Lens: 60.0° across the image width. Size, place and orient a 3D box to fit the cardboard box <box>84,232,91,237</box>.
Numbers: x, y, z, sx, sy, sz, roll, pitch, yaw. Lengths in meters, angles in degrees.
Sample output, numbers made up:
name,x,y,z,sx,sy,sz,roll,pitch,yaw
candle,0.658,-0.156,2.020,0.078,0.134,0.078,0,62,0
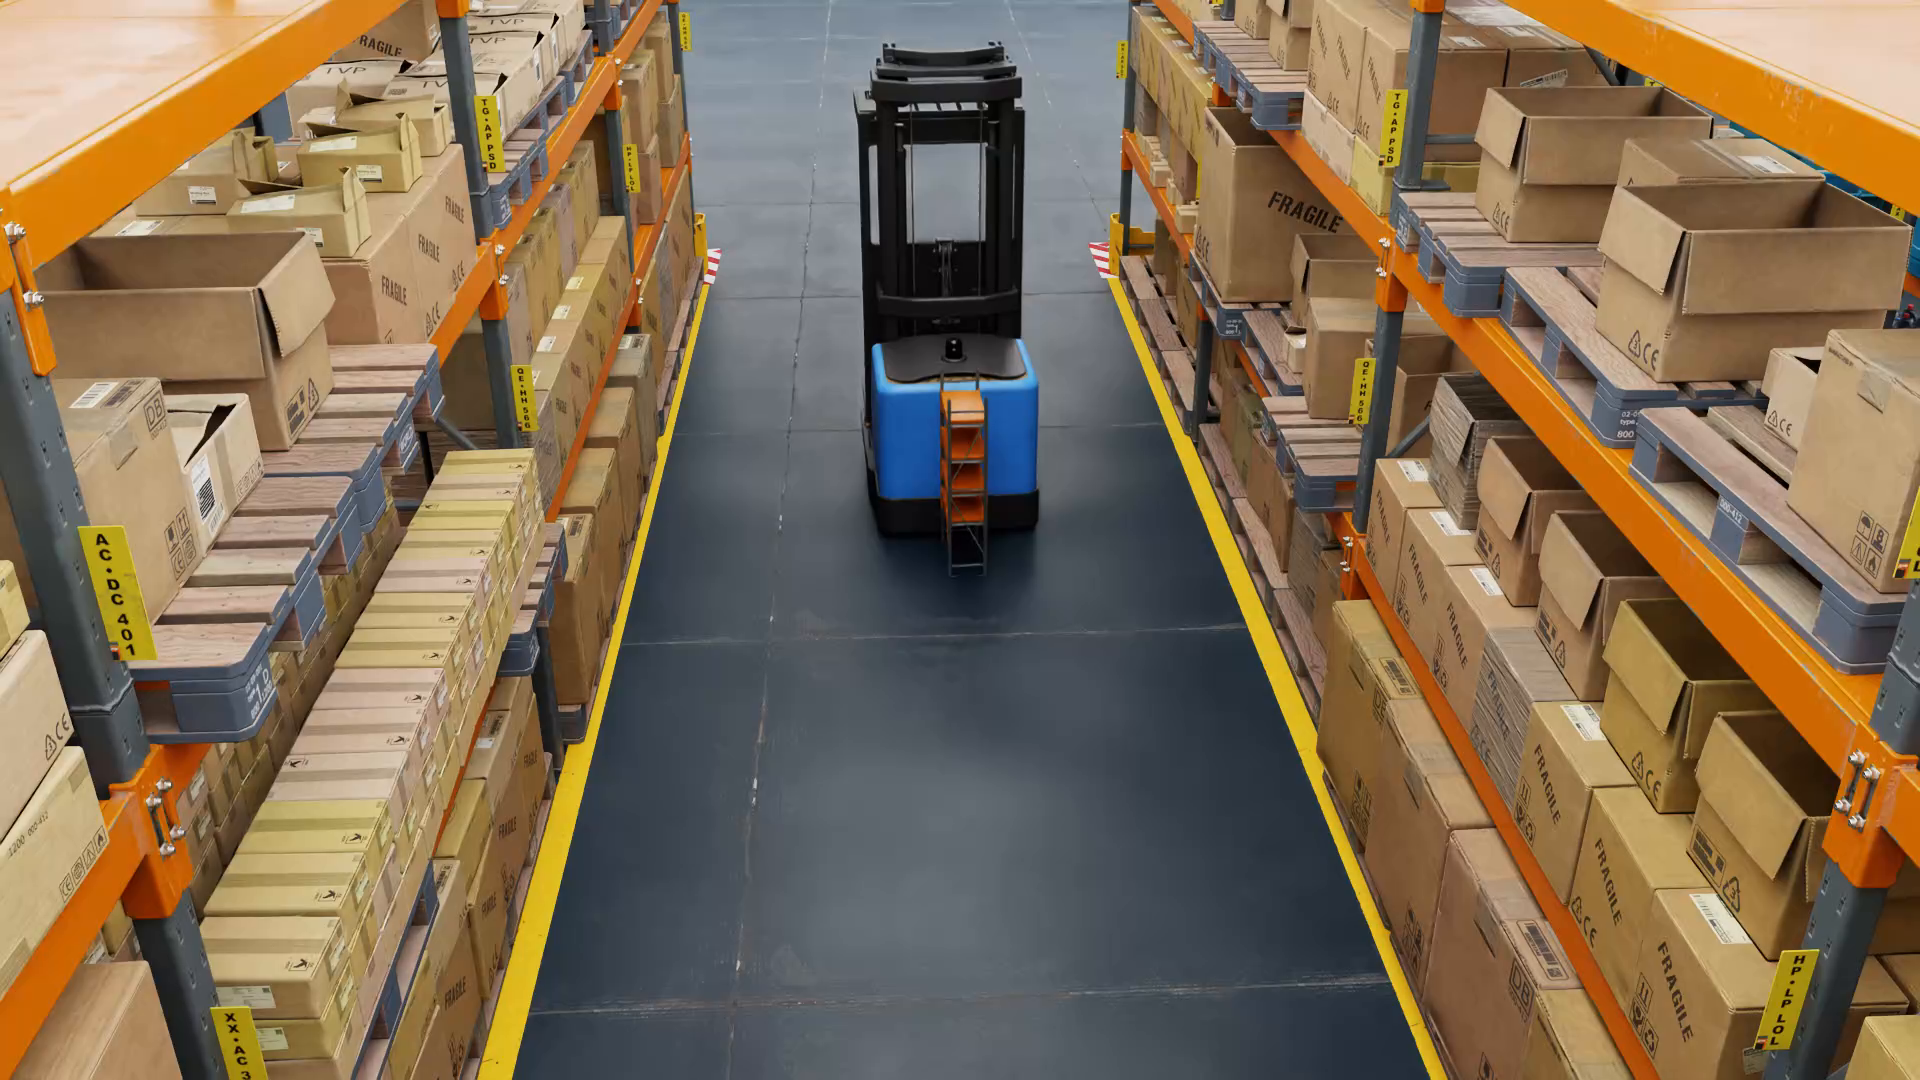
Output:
name,x,y,z,sx,sy,sz,roll,pitch,yaw
cardboard box,-7.569,-2.378,13.837,0.500,0.500,0.500,0,28,-1

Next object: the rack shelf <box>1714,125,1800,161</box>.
name,x,y,z,sx,sy,sz,roll,pitch,yaw
rack shelf,7.045,-2.800,13.714,1.077,0.370,4.000,-1,28,-3

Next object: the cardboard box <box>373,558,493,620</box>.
name,x,y,z,sx,sy,sz,roll,pitch,yaw
cardboard box,-2.014,0.193,6.372,0.380,0.149,0.250,-1,28,-3

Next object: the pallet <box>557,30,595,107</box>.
name,x,y,z,sx,sy,sz,roll,pitch,yaw
pallet,-2.658,-2.825,9.949,0.805,0.209,1.217,-2,28,-5

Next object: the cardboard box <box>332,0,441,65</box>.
name,x,y,z,sx,sy,sz,roll,pitch,yaw
cardboard box,-2.917,-2.556,8.555,0.500,0.500,0.500,-1,28,-3

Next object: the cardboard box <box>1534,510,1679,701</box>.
name,x,y,z,sx,sy,sz,roll,pitch,yaw
cardboard box,2.507,0.231,5.932,0.797,0.503,0.637,-1,28,-1

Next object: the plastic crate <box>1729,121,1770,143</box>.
name,x,y,z,sx,sy,sz,roll,pitch,yaw
plastic crate,7.266,-3.752,14.924,0.499,0.251,0.616,-1,28,-3

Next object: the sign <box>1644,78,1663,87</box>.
name,x,y,z,sx,sy,sz,roll,pitch,yaw
sign,2.967,-1.832,7.193,0.100,0.325,0.005,-1,28,-3

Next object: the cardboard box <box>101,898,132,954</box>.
name,x,y,z,sx,sy,sz,roll,pitch,yaw
cardboard box,-2.568,1.049,4.732,0.380,0.149,0.250,-2,28,-4

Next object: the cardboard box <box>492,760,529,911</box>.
name,x,y,z,sx,sy,sz,roll,pitch,yaw
cardboard box,-2.227,1.305,7.316,0.500,0.500,0.500,0,28,-1

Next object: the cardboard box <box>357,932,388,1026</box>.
name,x,y,z,sx,sy,sz,roll,pitch,yaw
cardboard box,-1.919,1.296,4.900,0.380,0.149,0.250,-1,28,-2

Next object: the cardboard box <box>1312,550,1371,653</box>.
name,x,y,z,sx,sy,sz,roll,pitch,yaw
cardboard box,2.357,0.376,9.075,0.700,0.500,0.500,-3,28,-5

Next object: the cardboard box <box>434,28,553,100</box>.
name,x,y,z,sx,sy,sz,roll,pitch,yaw
cardboard box,-2.417,-2.484,8.622,0.500,0.311,0.500,-2,28,-4

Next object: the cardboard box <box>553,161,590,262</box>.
name,x,y,z,sx,sy,sz,roll,pitch,yaw
cardboard box,-2.694,-2.023,10.259,0.700,0.500,0.500,-2,28,-3

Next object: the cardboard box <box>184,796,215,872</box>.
name,x,y,z,sx,sy,sz,roll,pitch,yaw
cardboard box,-2.599,0.944,5.254,0.380,0.149,0.250,-2,28,-4

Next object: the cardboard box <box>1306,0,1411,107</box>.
name,x,y,z,sx,sy,sz,roll,pitch,yaw
cardboard box,2.089,-2.504,8.477,0.500,0.500,0.500,-1,28,-2

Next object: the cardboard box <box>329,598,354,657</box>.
name,x,y,z,sx,sy,sz,roll,pitch,yaw
cardboard box,-2.680,0.355,6.706,0.380,0.149,0.250,0,28,0

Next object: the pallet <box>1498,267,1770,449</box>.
name,x,y,z,sx,sy,sz,roll,pitch,yaw
pallet,2.560,-0.662,5.798,1.003,0.211,1.213,0,28,0

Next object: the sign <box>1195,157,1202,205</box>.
name,x,y,z,sx,sy,sz,roll,pitch,yaw
sign,1.662,-2.443,11.316,0.100,0.325,0.005,-1,28,-3

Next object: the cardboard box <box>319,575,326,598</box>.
name,x,y,z,sx,sy,sz,roll,pitch,yaw
cardboard box,-2.661,0.209,6.342,0.380,0.149,0.250,0,28,0

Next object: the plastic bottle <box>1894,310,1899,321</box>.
name,x,y,z,sx,sy,sz,roll,pitch,yaw
plastic bottle,7.467,-1.717,13.336,0.097,0.271,0.097,0,28,0

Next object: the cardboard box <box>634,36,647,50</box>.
name,x,y,z,sx,sy,sz,roll,pitch,yaw
cardboard box,-2.969,-3.709,13.350,0.875,0.550,0.550,-1,28,-3

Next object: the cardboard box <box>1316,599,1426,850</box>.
name,x,y,z,sx,sy,sz,roll,pitch,yaw
cardboard box,2.428,0.847,7.788,1.225,0.875,0.875,-3,28,-5

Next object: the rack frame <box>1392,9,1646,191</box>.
name,x,y,z,sx,sy,sz,roll,pitch,yaw
rack frame,2.412,-2.888,6.619,1.000,3.000,0.127,-1,28,-3

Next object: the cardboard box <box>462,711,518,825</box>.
name,x,y,z,sx,sy,sz,roll,pitch,yaw
cardboard box,-2.211,0.977,7.133,0.500,0.250,0.500,-1,28,-2

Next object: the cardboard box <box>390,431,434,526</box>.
name,x,y,z,sx,sy,sz,roll,pitch,yaw
cardboard box,-2.838,-0.401,8.229,0.500,0.500,0.500,-1,28,-3

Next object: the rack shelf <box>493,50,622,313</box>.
name,x,y,z,sx,sy,sz,roll,pitch,yaw
rack shelf,-2.651,-2.090,9.109,1.077,0.370,4.000,-1,28,-3

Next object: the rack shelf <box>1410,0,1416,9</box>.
name,x,y,z,sx,sy,sz,roll,pitch,yaw
rack shelf,2.308,-3.315,8.648,1.077,0.370,4.000,-1,28,-3

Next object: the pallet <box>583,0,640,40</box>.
name,x,y,z,sx,sy,sz,roll,pitch,yaw
pallet,-2.787,-3.671,11.459,1.003,0.211,1.213,-1,28,-3

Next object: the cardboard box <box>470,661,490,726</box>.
name,x,y,z,sx,sy,sz,roll,pitch,yaw
cardboard box,-2.000,0.579,6.275,0.380,0.149,0.250,-1,28,-1

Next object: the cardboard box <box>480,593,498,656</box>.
name,x,y,z,sx,sy,sz,roll,pitch,yaw
cardboard box,-2.010,0.331,6.430,0.380,0.149,0.250,-2,28,-3

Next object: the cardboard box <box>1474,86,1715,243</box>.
name,x,y,z,sx,sy,sz,roll,pitch,yaw
cardboard box,2.516,-1.510,6.655,0.797,0.503,0.637,0,28,0

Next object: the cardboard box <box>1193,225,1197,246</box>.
name,x,y,z,sx,sy,sz,roll,pitch,yaw
cardboard box,1.895,-2.172,12.004,0.380,0.149,0.250,-1,28,-3

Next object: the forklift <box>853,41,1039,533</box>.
name,x,y,z,sx,sy,sz,roll,pitch,yaw
forklift,-0.146,-1.998,11.473,1.130,2.935,3.031,-3,28,-5

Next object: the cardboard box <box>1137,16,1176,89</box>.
name,x,y,z,sx,sy,sz,roll,pitch,yaw
cardboard box,1.770,-4.051,13.824,0.500,0.500,0.500,-1,28,-3

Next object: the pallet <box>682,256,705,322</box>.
name,x,y,z,sx,sy,sz,roll,pitch,yaw
pallet,-2.844,-2.246,14.890,1.003,0.211,1.213,-1,28,-3

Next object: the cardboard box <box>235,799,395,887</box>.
name,x,y,z,sx,sy,sz,roll,pitch,yaw
cardboard box,-1.930,0.914,4.991,0.380,0.149,0.250,-1,28,-2

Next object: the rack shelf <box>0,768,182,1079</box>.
name,x,y,z,sx,sy,sz,roll,pitch,yaw
rack shelf,-2.233,1.605,2.026,1.077,0.370,4.000,-1,28,-3

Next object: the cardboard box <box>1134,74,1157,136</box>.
name,x,y,z,sx,sy,sz,roll,pitch,yaw
cardboard box,1.996,-3.844,14.509,0.875,0.500,0.500,-1,28,-3

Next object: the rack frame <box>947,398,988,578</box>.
name,x,y,z,sx,sy,sz,roll,pitch,yaw
rack frame,0.046,-0.301,10.092,0.240,1.200,0.015,-3,28,-5

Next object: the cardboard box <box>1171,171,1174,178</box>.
name,x,y,z,sx,sy,sz,roll,pitch,yaw
cardboard box,1.898,-2.867,13.336,0.380,0.149,0.250,-1,28,-3

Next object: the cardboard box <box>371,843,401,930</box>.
name,x,y,z,sx,sy,sz,roll,pitch,yaw
cardboard box,-1.928,1.054,5.044,0.380,0.149,0.250,-1,28,-1

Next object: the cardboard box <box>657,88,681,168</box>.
name,x,y,z,sx,sy,sz,roll,pitch,yaw
cardboard box,-2.849,-3.492,14.102,0.875,0.550,0.550,-1,28,-3

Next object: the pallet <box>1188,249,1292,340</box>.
name,x,y,z,sx,sy,sz,roll,pitch,yaw
pallet,2.098,-1.634,10.909,1.003,0.211,1.213,-1,28,-3

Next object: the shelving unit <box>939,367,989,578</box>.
name,x,y,z,sx,sy,sz,roll,pitch,yaw
shelving unit,0.022,-0.413,10.307,0.258,1.200,0.503,-3,28,-5

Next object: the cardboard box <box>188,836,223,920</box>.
name,x,y,z,sx,sy,sz,roll,pitch,yaw
cardboard box,-2.594,1.088,5.300,0.380,0.149,0.250,-3,28,-5

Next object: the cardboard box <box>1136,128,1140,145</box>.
name,x,y,z,sx,sy,sz,roll,pitch,yaw
cardboard box,1.765,-3.558,14.662,0.380,0.149,0.250,-1,28,-3

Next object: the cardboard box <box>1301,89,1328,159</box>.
name,x,y,z,sx,sy,sz,roll,pitch,yaw
cardboard box,2.080,-2.166,8.640,0.500,0.250,0.500,-1,28,-1

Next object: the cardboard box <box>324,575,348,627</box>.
name,x,y,z,sx,sy,sz,roll,pitch,yaw
cardboard box,-2.674,0.231,6.621,0.380,0.149,0.250,-1,28,-2

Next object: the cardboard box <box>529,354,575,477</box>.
name,x,y,z,sx,sy,sz,roll,pitch,yaw
cardboard box,-2.329,-0.648,8.703,0.500,0.500,0.500,-2,28,-3

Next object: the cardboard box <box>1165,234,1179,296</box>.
name,x,y,z,sx,sy,sz,roll,pitch,yaw
cardboard box,2.076,-2.437,14.489,0.500,0.500,0.500,6,28,11

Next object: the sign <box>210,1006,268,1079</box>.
name,x,y,z,sx,sy,sz,roll,pitch,yaw
sign,-1.796,1.292,4.156,0.100,0.325,0.005,-1,28,-3

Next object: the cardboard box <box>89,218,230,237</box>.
name,x,y,z,sx,sy,sz,roll,pitch,yaw
cardboard box,-2.718,-0.798,5.746,0.500,0.500,0.500,-1,28,-3

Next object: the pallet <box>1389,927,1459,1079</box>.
name,x,y,z,sx,sy,sz,roll,pitch,yaw
pallet,2.439,1.936,6.872,1.003,0.211,1.213,-1,28,-3

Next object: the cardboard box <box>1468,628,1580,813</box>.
name,x,y,z,sx,sy,sz,roll,pitch,yaw
cardboard box,2.250,0.664,6.187,0.500,0.500,0.500,-1,28,-2

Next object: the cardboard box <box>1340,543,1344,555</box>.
name,x,y,z,sx,sy,sz,roll,pitch,yaw
cardboard box,2.347,0.044,8.901,0.500,0.250,0.500,0,28,-1

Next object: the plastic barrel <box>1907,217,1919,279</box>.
name,x,y,z,sx,sy,sz,roll,pitch,yaw
plastic barrel,6.867,-2.232,11.305,0.600,0.901,0.708,-1,28,-3

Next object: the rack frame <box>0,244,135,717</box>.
name,x,y,z,sx,sy,sz,roll,pitch,yaw
rack frame,-2.337,-0.968,2.937,1.000,3.000,0.127,-1,28,-3

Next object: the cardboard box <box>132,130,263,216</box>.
name,x,y,z,sx,sy,sz,roll,pitch,yaw
cardboard box,-2.721,-1.320,5.921,0.396,0.266,0.258,-1,28,-3

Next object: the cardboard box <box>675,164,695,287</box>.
name,x,y,z,sx,sy,sz,roll,pitch,yaw
cardboard box,-2.863,-2.782,14.746,0.875,0.875,0.875,-1,28,-2
